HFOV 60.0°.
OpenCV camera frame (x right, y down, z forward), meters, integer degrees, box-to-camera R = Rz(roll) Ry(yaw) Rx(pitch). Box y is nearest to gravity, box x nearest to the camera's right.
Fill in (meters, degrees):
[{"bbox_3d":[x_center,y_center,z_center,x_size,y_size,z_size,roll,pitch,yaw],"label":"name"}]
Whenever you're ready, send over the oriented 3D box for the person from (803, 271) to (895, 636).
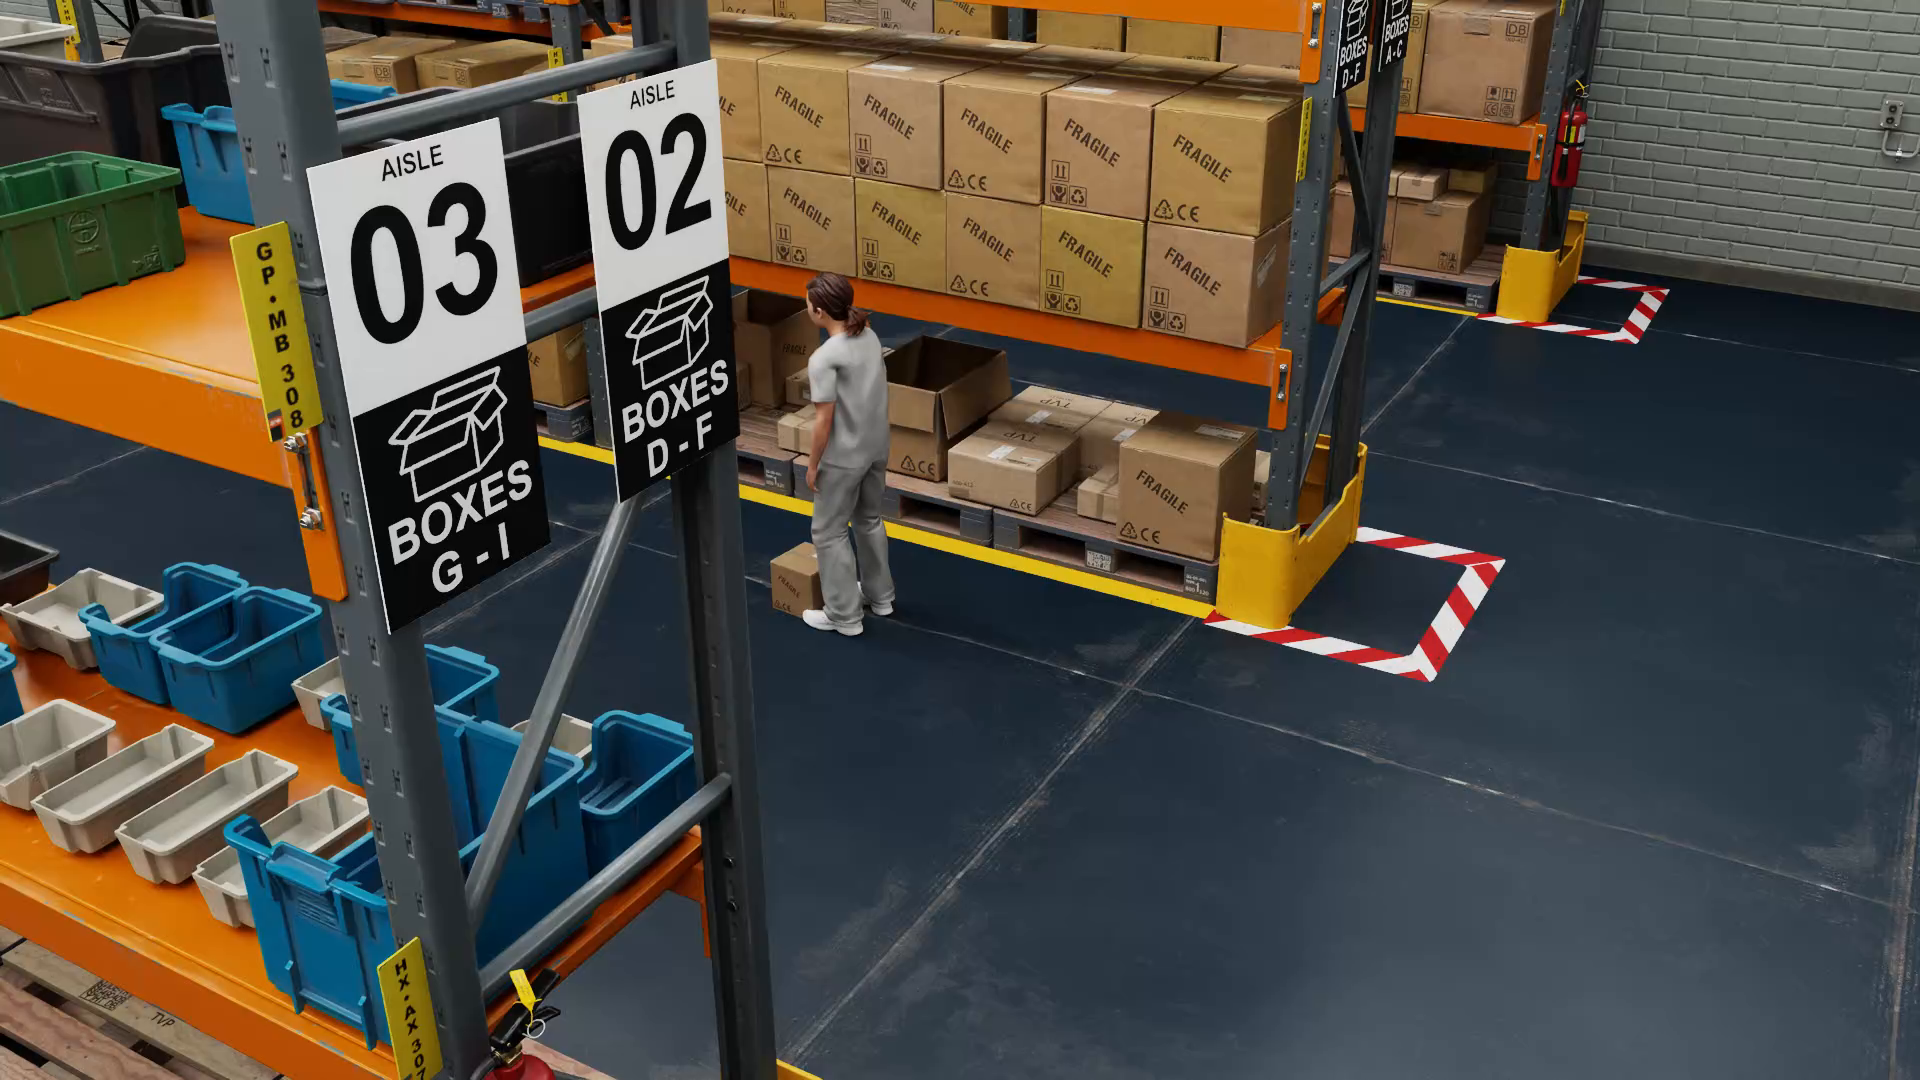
[{"bbox_3d":[-0.502,-0.377,7.369,0.361,1.672,0.488,18,32,31],"label":"person"}]
